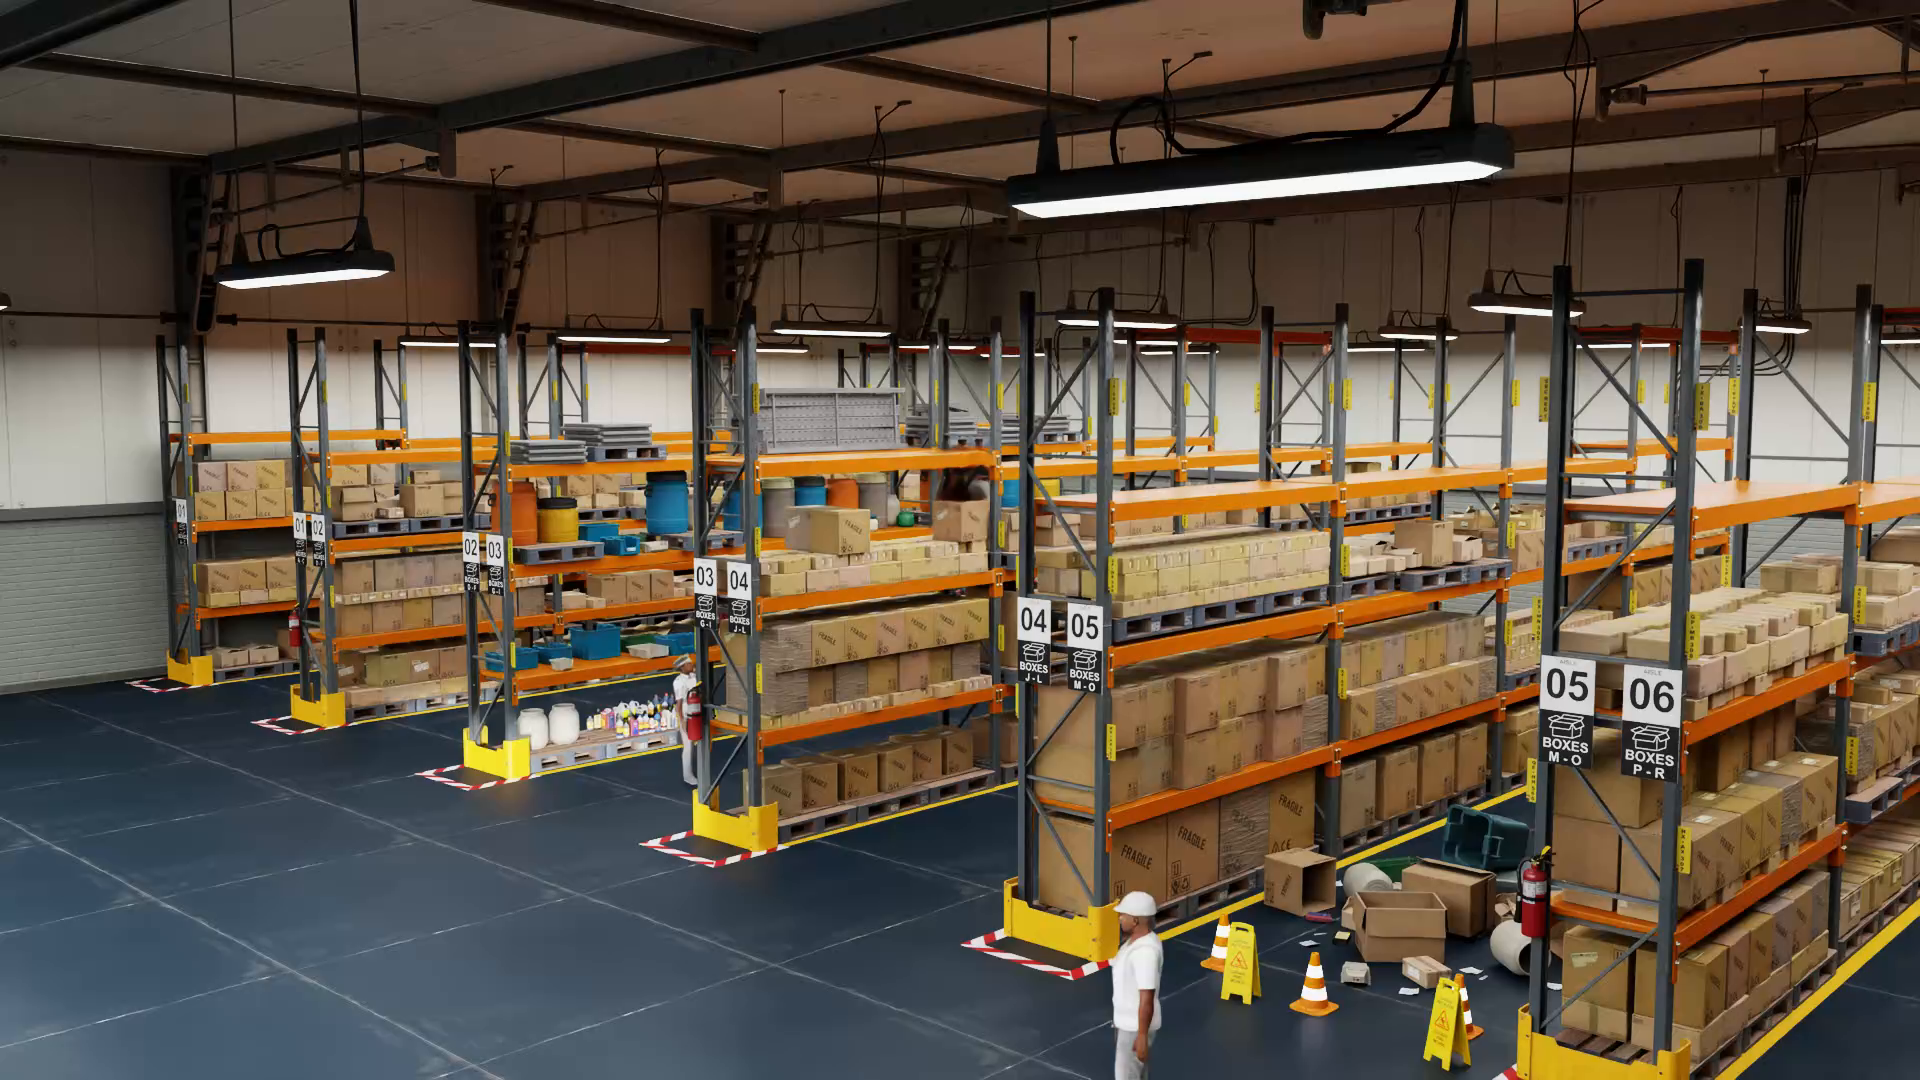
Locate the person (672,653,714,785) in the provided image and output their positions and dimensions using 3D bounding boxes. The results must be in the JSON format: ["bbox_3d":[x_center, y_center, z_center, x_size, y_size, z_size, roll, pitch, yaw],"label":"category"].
[{"bbox_3d":[-3.462,2.329,21.634,0.528,1.741,0.488,-5,7,-41],"label":"person"}]

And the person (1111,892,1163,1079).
[{"bbox_3d":[1.152,3.252,11.099,0.395,1.801,0.640,1,5,7],"label":"person"}]
